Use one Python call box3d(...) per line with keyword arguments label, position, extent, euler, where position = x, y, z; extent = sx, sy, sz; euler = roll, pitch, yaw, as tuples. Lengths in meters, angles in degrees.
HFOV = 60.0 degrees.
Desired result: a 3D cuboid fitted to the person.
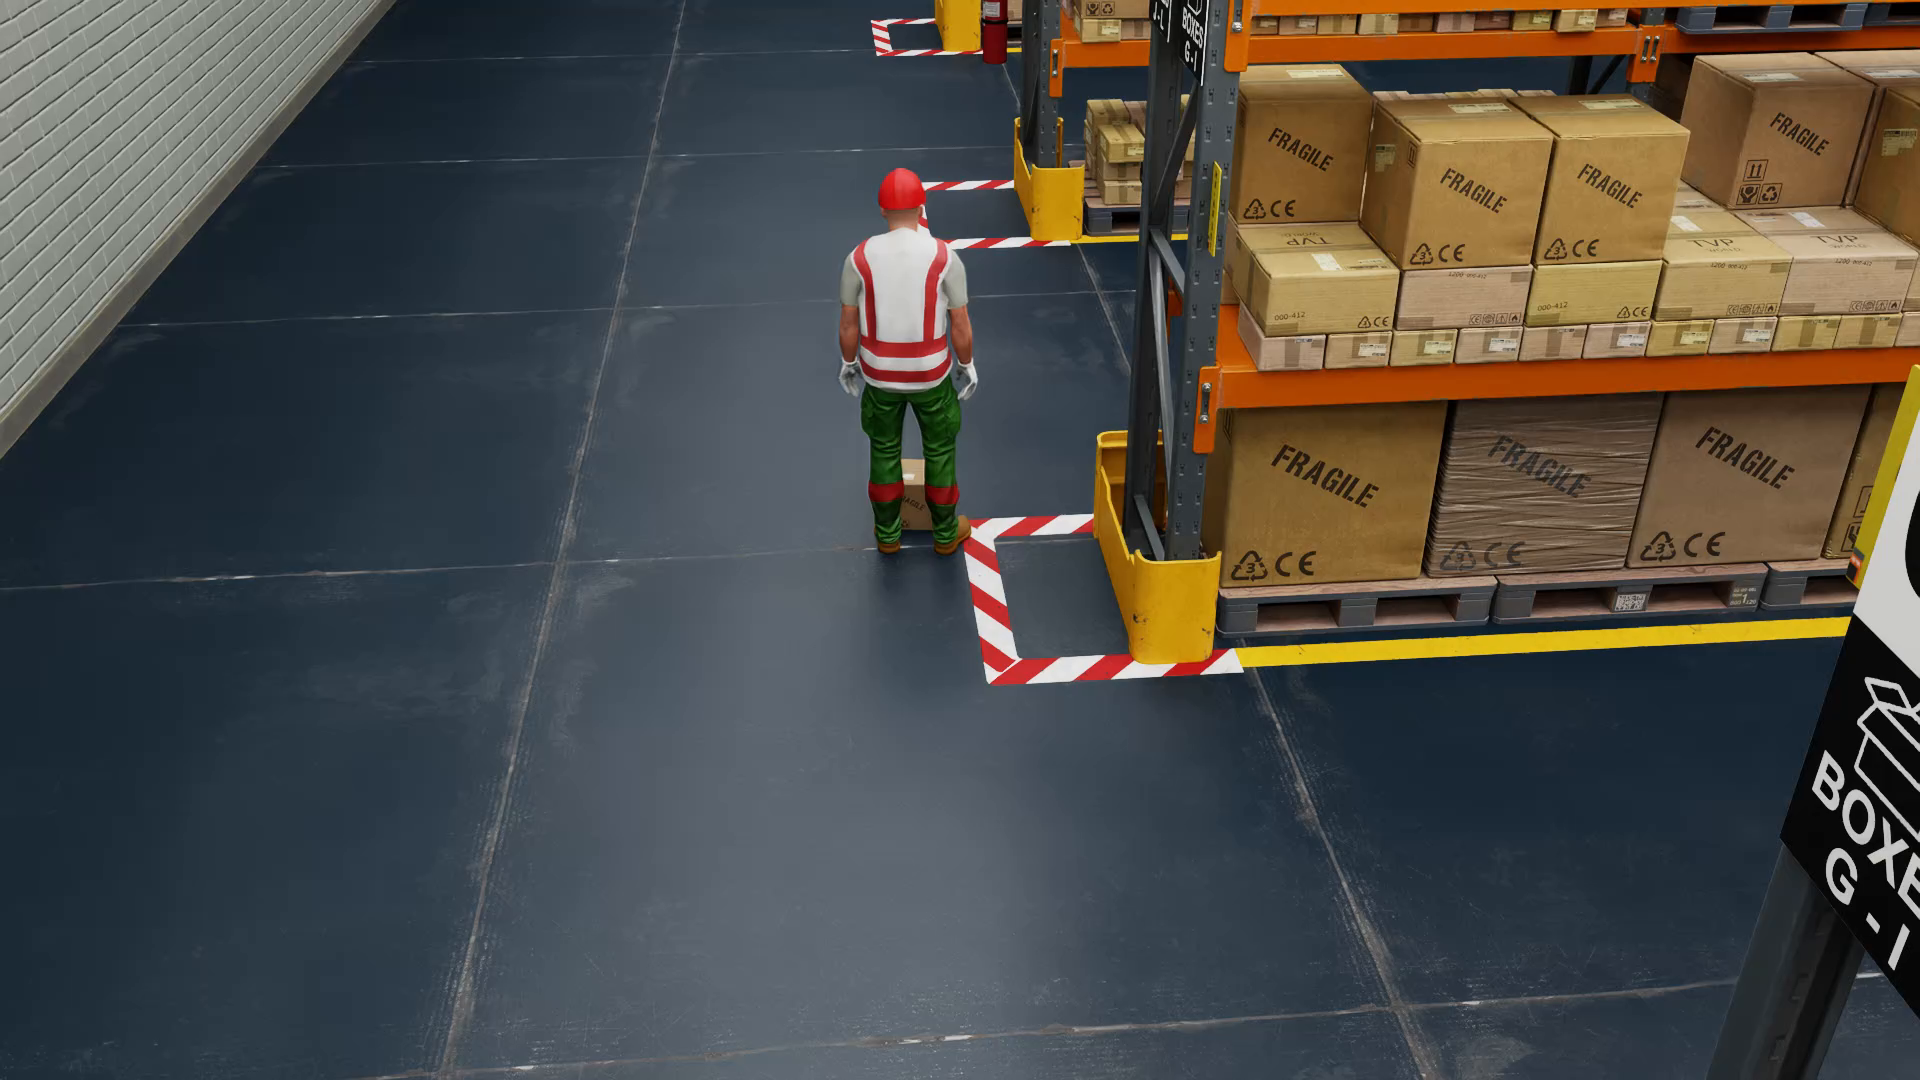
box3d(label="person", position=(-0.229, -0.760, 7.391), extent=(0.617, 1.778, 0.456), euler=(3, 31, 5))
